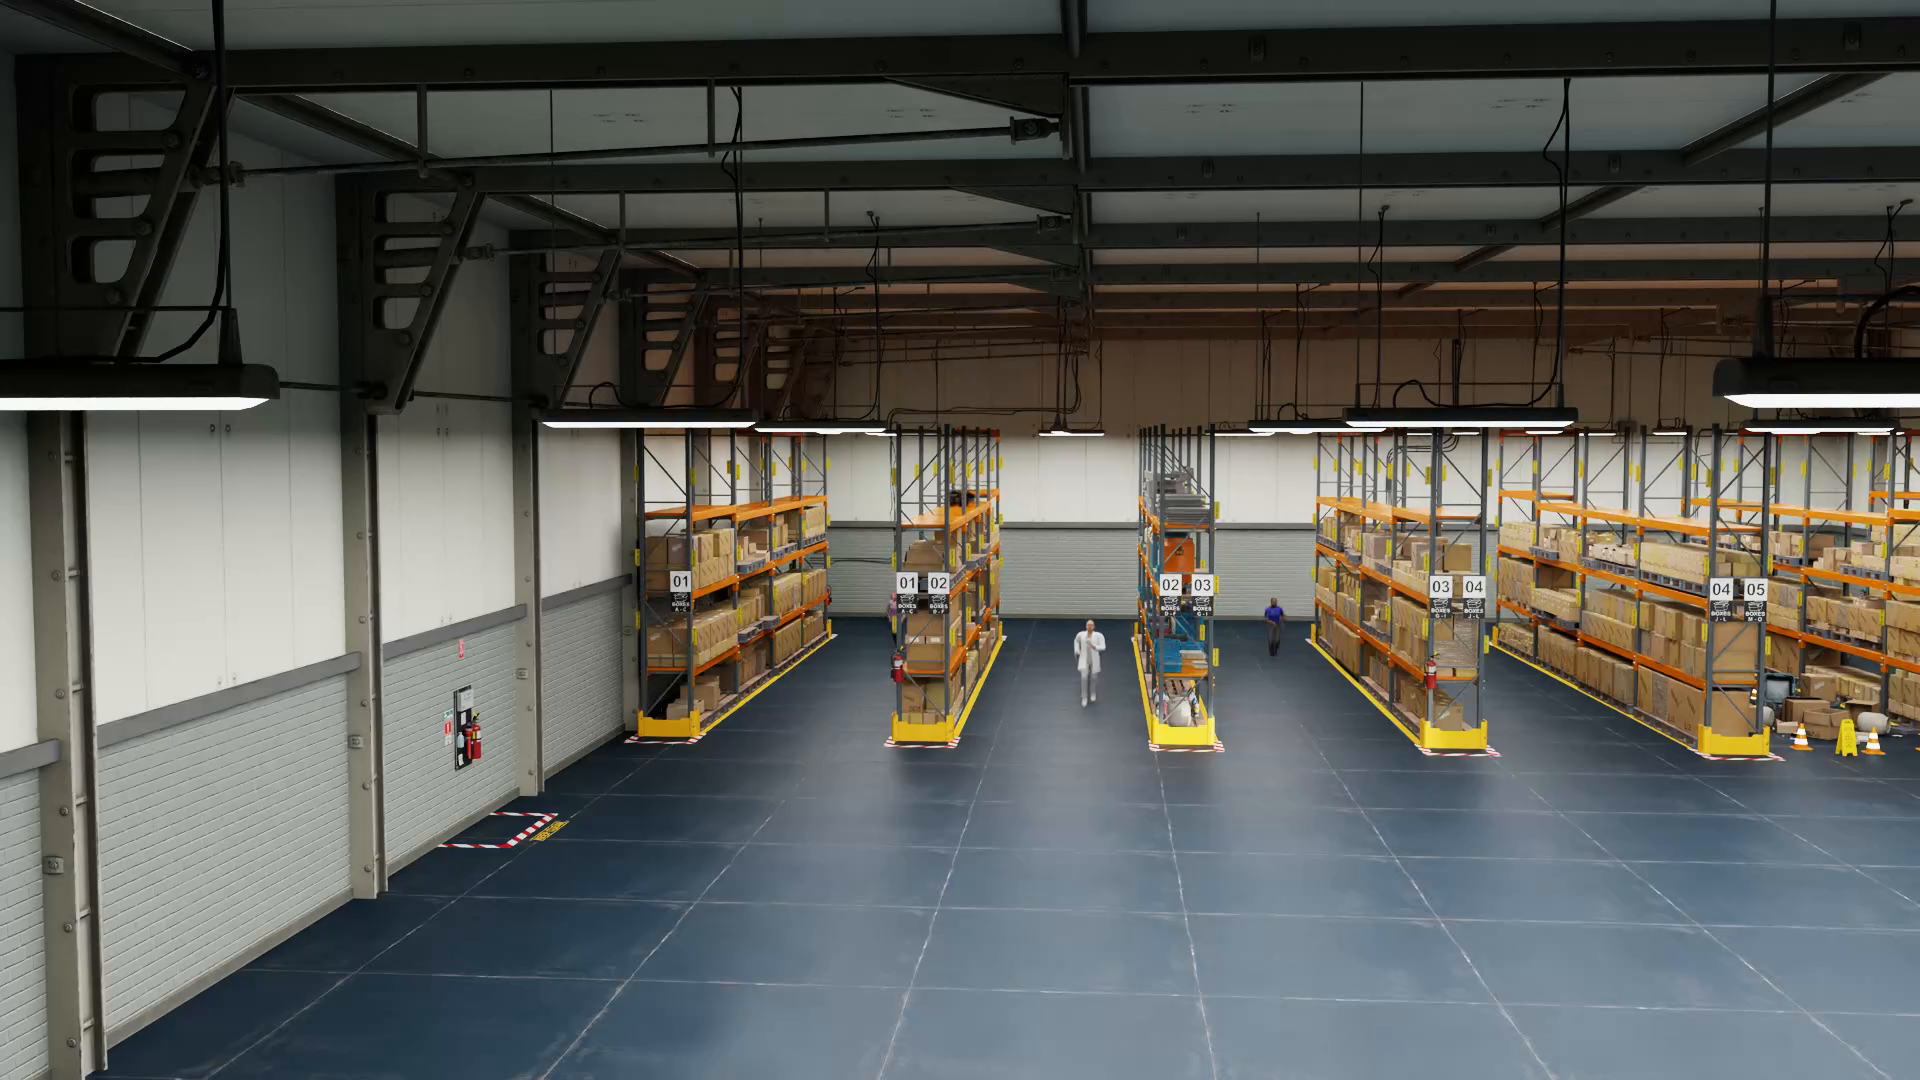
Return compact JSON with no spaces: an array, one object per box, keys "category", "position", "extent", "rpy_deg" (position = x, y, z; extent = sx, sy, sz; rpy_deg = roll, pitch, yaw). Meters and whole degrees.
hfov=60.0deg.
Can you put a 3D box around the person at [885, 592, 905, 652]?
[{"category":"person","position":[-1.652,2.097,42.435],"extent":[0.544,1.527,0.498],"rpy_deg":[1,4,10]}]

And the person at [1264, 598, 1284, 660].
[{"category":"person","position":[8.153,2.298,43.051],"extent":[0.554,1.621,0.608],"rpy_deg":[0,3,2]}]

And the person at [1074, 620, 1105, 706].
[{"category":"person","position":[2.795,2.628,35.868],"extent":[0.684,1.806,0.926],"rpy_deg":[0,3,6]}]

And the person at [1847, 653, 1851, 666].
[{"category":"person","position":[21.522,2.416,40.324],"extent":[0.742,1.735,0.711],"rpy_deg":[0,3,3]}]

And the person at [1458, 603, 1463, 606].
[{"category":"person","position":[13.664,2.089,46.561],"extent":[0.696,1.616,0.804],"rpy_deg":[3,5,44]}]
